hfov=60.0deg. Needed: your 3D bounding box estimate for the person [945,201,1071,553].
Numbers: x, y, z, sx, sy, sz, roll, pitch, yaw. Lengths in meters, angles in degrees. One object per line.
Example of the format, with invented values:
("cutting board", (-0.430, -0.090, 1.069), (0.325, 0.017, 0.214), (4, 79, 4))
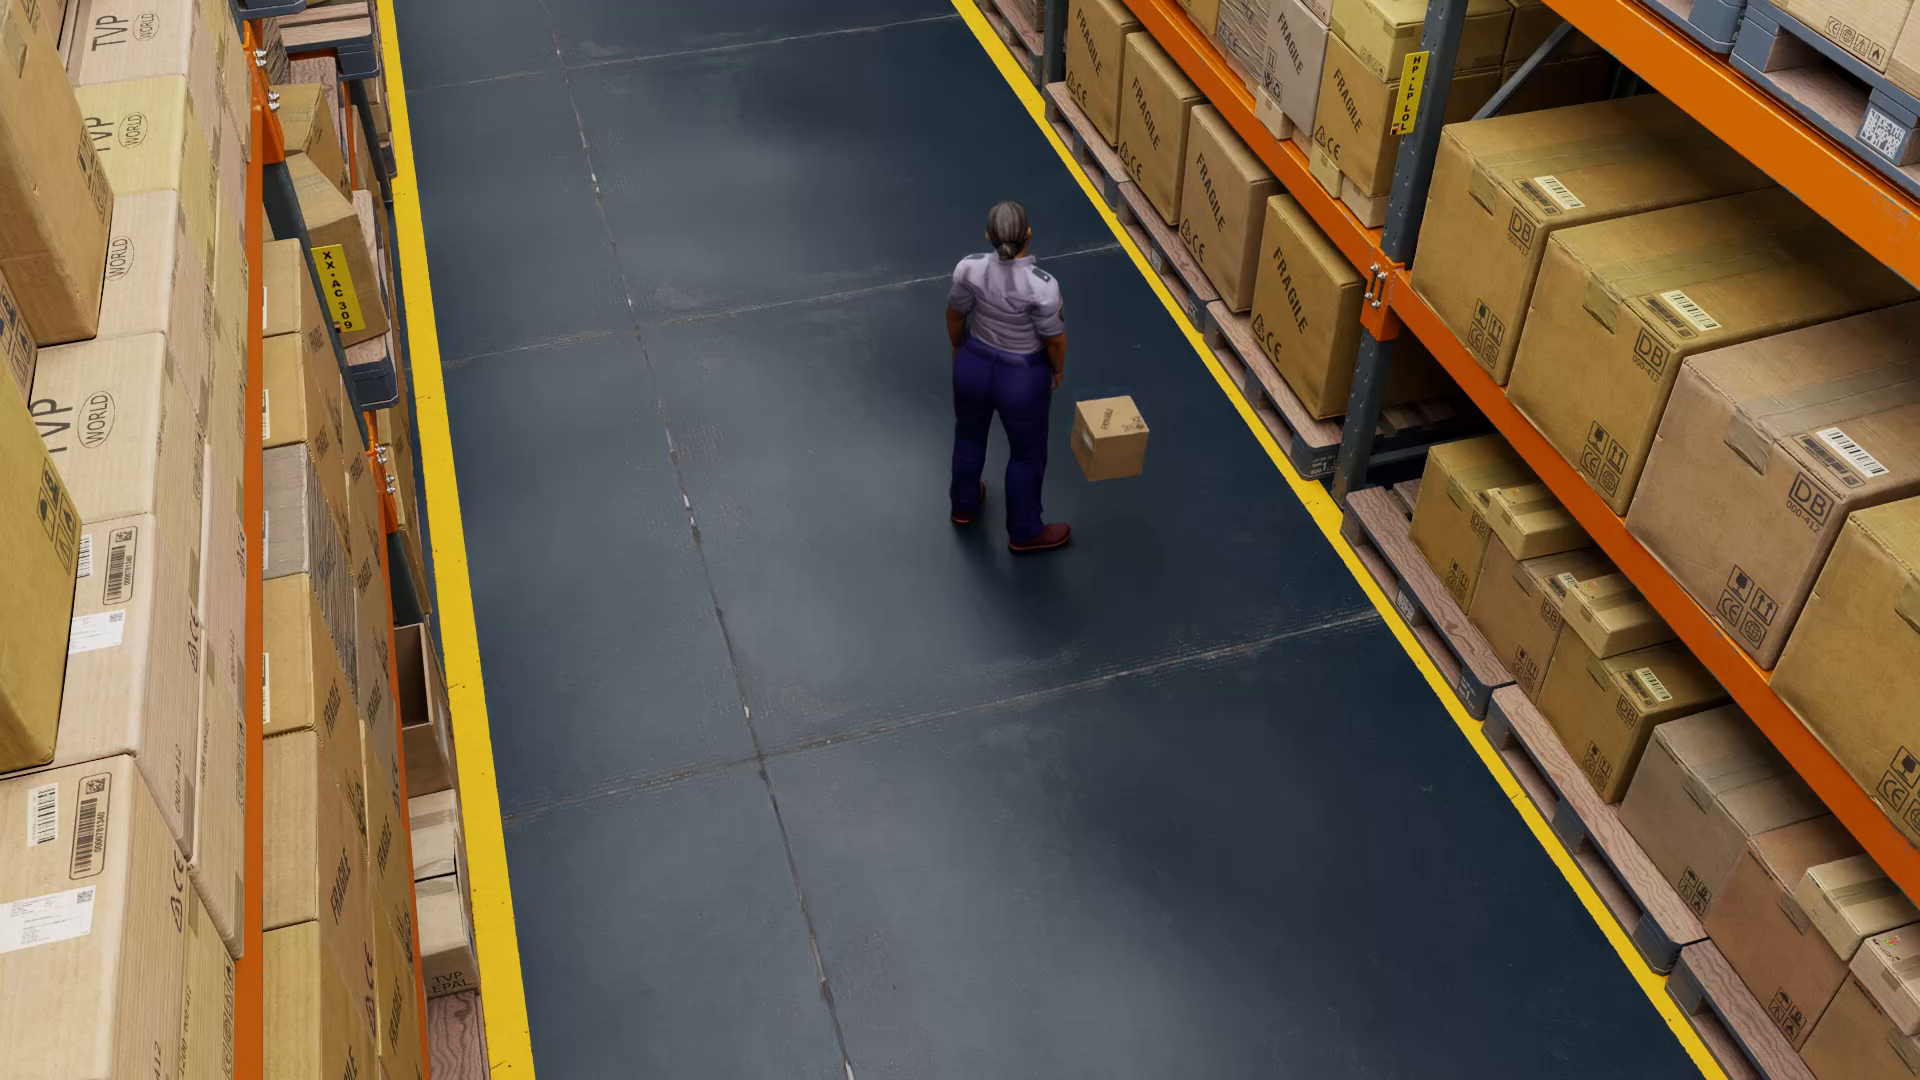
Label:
("person", (0.203, -0.672, 6.882), (0.592, 1.647, 0.368), (18, 45, 18))
